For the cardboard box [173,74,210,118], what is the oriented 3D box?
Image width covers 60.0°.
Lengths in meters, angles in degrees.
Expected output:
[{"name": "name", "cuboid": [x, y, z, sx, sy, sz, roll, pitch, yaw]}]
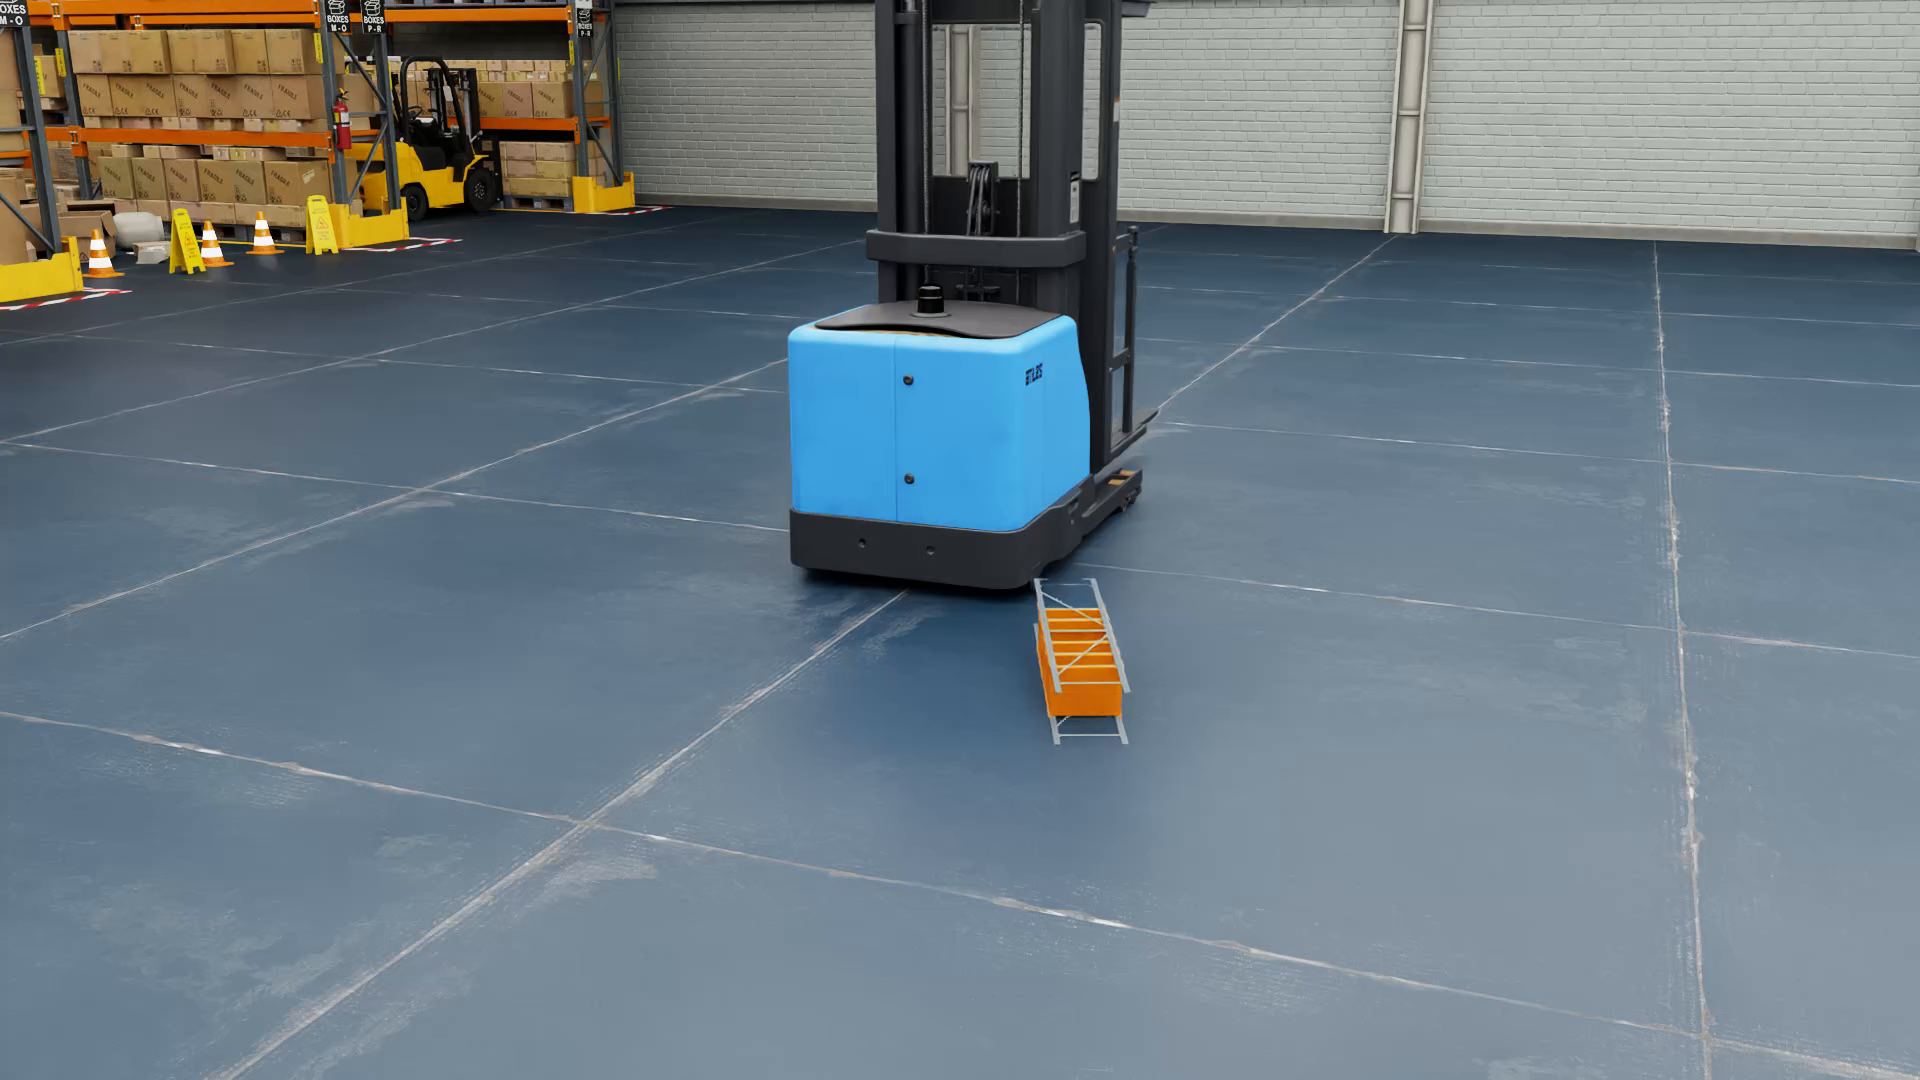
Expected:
[{"name": "cardboard box", "cuboid": [-9.039, -5.338, 19.967, 0.500, 0.500, 0.500, 6, 17, 21]}]

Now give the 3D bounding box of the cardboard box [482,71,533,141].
[{"name": "cardboard box", "cuboid": [-6.713, -6.197, 24.250, 1.504, 1.239, 0.500, 6, 17, 20]}]

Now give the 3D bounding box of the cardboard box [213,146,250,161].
[{"name": "cardboard box", "cuboid": [-8.724, -4.643, 19.956, 0.250, 0.149, 0.380, 7, 18, 23]}]

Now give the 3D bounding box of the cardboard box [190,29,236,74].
[{"name": "cardboard box", "cuboid": [-8.576, -5.748, 19.585, 0.500, 0.500, 0.700, 6, 17, 20]}]

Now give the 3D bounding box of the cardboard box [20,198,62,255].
[{"name": "cardboard box", "cuboid": [-10.476, -3.485, 18.531, 0.503, 0.637, 0.797, 6, 17, 21]}]

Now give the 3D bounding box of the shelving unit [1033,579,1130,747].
[{"name": "shelving unit", "cuboid": [0.416, 0.408, 5.920, 0.258, 0.189, 1.200, 0, 16, -1]}]

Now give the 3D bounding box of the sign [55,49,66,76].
[{"name": "sign", "cuboid": [-10.961, -5.823, 20.273, 0.005, 0.325, 0.100, 6, 17, 21]}]

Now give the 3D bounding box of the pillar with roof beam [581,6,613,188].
[{"name": "pillar with roof beam", "cuboid": [-7.119, -8.359, 20.326, 0.400, 9.000, 9.100, 6, 17, 21]}]

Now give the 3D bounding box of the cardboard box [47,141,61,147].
[{"name": "cardboard box", "cuboid": [-14.912, -6.607, 27.618, 0.250, 0.149, 0.380, 7, 18, 23]}]

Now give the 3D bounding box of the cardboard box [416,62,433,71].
[{"name": "cardboard box", "cuboid": [-7.786, -6.992, 24.501, 0.250, 0.149, 0.380, 6, 17, 20]}]

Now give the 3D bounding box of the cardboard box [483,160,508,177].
[{"name": "cardboard box", "cuboid": [-6.740, -5.481, 24.455, 0.500, 0.250, 0.500, 6, 17, 19]}]

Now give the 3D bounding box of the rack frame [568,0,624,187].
[{"name": "rack frame", "cuboid": [-5.222, -6.289, 23.958, 0.127, 3.000, 1.000, 6, 17, 21]}]

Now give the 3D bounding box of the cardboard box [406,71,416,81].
[{"name": "cardboard box", "cuboid": [-8.047, -6.867, 24.606, 0.250, 0.149, 0.380, 7, 17, 22]}]

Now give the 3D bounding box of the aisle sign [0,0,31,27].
[{"name": "aisle sign", "cuboid": [-8.586, -5.027, 14.945, 0.004, 0.787, 0.394, 6, 17, 21]}]

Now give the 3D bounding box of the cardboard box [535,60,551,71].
[{"name": "cardboard box", "cuboid": [-5.874, -6.791, 23.809, 0.250, 0.149, 0.380, 6, 17, 21]}]

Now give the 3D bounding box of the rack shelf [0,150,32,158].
[{"name": "rack shelf", "cuboid": [-10.623, -3.695, 15.832, 3.809, 0.052, 0.919, 6, 17, 21]}]

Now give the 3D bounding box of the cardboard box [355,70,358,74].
[{"name": "cardboard box", "cuboid": [-9.343, -7.035, 25.185, 0.250, 0.149, 0.380, 7, 18, 23]}]

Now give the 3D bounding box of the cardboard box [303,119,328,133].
[{"name": "cardboard box", "cuboid": [-7.467, -4.864, 19.498, 0.250, 0.149, 0.380, 7, 18, 22]}]

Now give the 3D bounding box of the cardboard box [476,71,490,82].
[{"name": "cardboard box", "cuboid": [-6.850, -6.737, 24.156, 0.250, 0.149, 0.380, 6, 17, 21]}]

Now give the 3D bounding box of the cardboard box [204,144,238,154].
[{"name": "cardboard box", "cuboid": [-11.478, -6.037, 26.594, 0.625, 0.625, 0.875, 7, 18, 22]}]

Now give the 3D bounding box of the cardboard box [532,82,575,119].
[{"name": "cardboard box", "cuboid": [-5.777, -6.320, 23.883, 0.500, 0.500, 0.500, 6, 17, 19]}]

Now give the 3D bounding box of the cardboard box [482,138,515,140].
[{"name": "cardboard box", "cuboid": [-7.002, -5.907, 25.027, 0.500, 0.250, 0.500, 6, 17, 20]}]

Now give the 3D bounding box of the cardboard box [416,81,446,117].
[{"name": "cardboard box", "cuboid": [-7.664, -6.533, 24.618, 0.500, 0.500, 0.500, 6, 17, 20]}]

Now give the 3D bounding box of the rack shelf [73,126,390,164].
[{"name": "rack shelf", "cuboid": [-8.901, -4.861, 20.327, 4.000, 0.370, 1.077, 6, 17, 21]}]

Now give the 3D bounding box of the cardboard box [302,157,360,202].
[{"name": "cardboard box", "cuboid": [-7.711, -4.400, 20.282, 0.500, 0.500, 0.500, 6, 17, 19]}]

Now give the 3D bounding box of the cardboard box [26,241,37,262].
[{"name": "cardboard box", "cuboid": [-10.209, -3.106, 17.895, 0.258, 0.266, 0.396, 10, 19, 30]}]

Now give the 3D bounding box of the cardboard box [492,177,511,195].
[{"name": "cardboard box", "cuboid": [-7.656, -5.344, 24.880, 2.548, 0.250, 0.556, 6, 17, 21]}]

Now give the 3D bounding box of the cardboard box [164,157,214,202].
[{"name": "cardboard box", "cuboid": [-9.327, -4.417, 20.340, 0.500, 0.500, 0.500, 7, 18, 24]}]

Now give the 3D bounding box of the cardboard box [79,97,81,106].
[{"name": "cardboard box", "cuboid": [-11.159, -5.630, 21.385, 0.250, 0.149, 0.380, 7, 17, 21]}]

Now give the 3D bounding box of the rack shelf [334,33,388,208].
[{"name": "rack shelf", "cuboid": [-7.039, -5.003, 19.525, 0.053, 2.616, 0.949, 6, 17, 21]}]

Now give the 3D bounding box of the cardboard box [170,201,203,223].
[{"name": "cardboard box", "cuboid": [-9.316, -4.056, 20.445, 0.500, 0.250, 0.500, 6, 17, 20]}]

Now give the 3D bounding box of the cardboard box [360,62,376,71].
[{"name": "cardboard box", "cuboid": [-8.756, -7.091, 24.844, 0.250, 0.149, 0.380, 7, 17, 22]}]

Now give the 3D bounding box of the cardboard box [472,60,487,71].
[{"name": "cardboard box", "cuboid": [-6.857, -6.878, 24.110, 0.250, 0.149, 0.380, 7, 17, 22]}]

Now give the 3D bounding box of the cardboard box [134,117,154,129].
[{"name": "cardboard box", "cuboid": [-9.856, -5.109, 20.342, 0.250, 0.149, 0.380, 7, 18, 22]}]

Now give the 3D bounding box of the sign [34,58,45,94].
[{"name": "sign", "cuboid": [-8.553, -4.305, 15.426, 0.005, 0.325, 0.100, 6, 17, 21]}]

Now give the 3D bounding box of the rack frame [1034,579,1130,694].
[{"name": "rack frame", "cuboid": [0.416, 0.321, 5.894, 0.240, 0.006, 1.200, 0, 16, -1]}]

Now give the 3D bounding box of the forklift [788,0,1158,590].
[{"name": "forklift", "cuboid": [0.272, -1.533, 7.855, 1.129, 2.843, 3.031, 6, 17, 20]}]

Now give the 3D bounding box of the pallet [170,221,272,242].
[{"name": "pallet", "cuboid": [-8.985, -3.888, 20.687, 1.213, 0.211, 1.003, 6, 17, 21]}]

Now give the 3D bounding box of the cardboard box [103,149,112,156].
[{"name": "cardboard box", "cuboid": [-13.598, -6.150, 27.209, 0.500, 0.500, 0.500, 6, 17, 20]}]

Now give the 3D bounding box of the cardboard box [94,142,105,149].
[{"name": "cardboard box", "cuboid": [-13.940, -6.502, 27.258, 0.250, 0.149, 0.380, 7, 18, 22]}]

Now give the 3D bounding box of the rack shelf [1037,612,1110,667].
[{"name": "rack shelf", "cuboid": [0.414, 0.363, 6.077, 0.258, 0.180, 0.103, 0, 16, -1]}]

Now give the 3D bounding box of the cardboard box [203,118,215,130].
[{"name": "cardboard box", "cuboid": [-8.881, -5.025, 20.054, 0.250, 0.149, 0.380, 6, 17, 21]}]

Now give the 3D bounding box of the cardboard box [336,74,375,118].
[{"name": "cardboard box", "cuboid": [-7.379, -5.313, 19.881, 0.500, 0.500, 0.500, 6, 17, 20]}]

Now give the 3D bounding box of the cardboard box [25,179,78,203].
[{"name": "cardboard box", "cuboid": [-11.920, -4.476, 21.672, 0.625, 0.372, 0.950, 7, 18, 24]}]
